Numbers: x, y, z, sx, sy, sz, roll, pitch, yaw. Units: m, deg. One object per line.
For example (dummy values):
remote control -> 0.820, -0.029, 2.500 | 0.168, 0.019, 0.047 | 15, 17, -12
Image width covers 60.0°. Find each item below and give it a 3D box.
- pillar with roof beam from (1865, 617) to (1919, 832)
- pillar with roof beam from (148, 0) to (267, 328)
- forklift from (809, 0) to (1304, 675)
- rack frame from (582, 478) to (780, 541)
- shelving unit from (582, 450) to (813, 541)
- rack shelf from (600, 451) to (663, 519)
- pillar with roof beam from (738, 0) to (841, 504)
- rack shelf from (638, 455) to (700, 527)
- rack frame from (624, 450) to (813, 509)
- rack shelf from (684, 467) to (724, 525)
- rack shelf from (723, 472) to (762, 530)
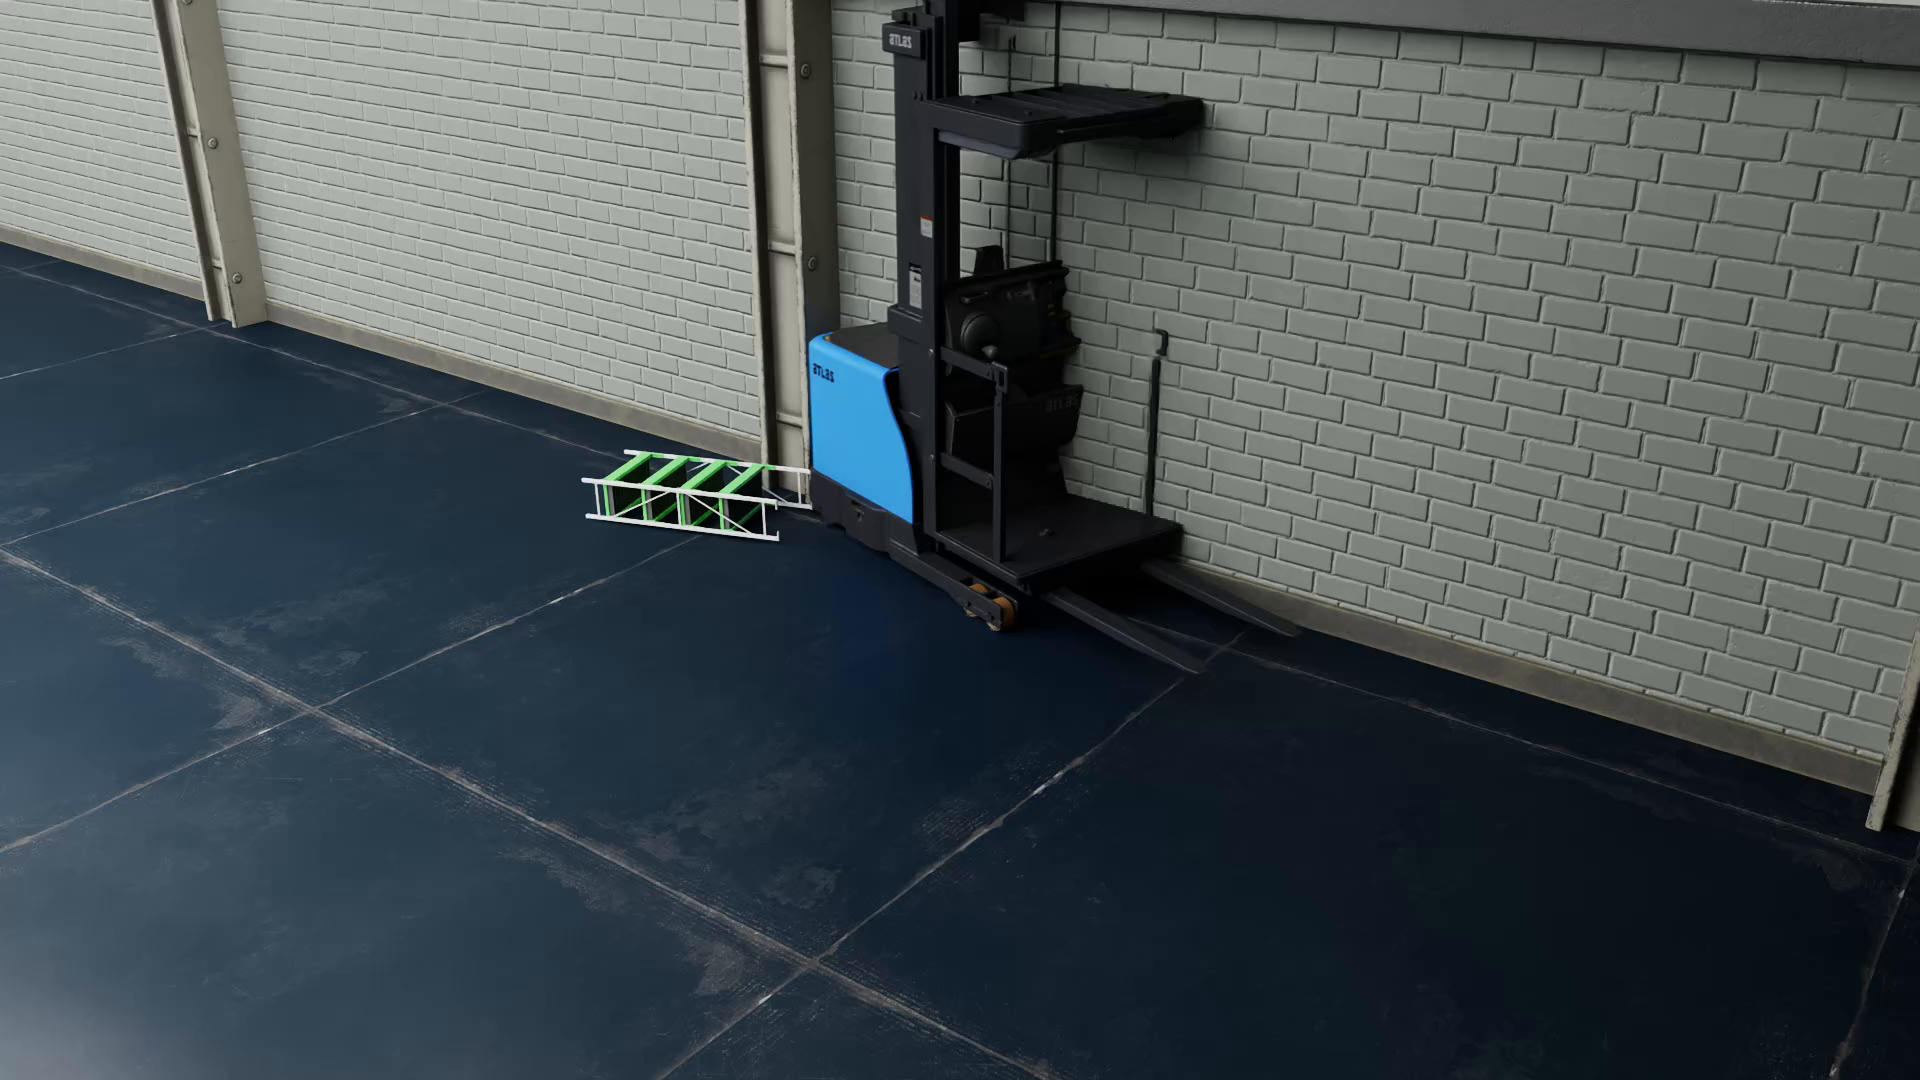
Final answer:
pillar with roof beam -> 1.288, -1.584, 1.684 | 0.400, 9.000, 9.100 | 17, 29, 33
pillar with roof beam -> -8.315, -4.486, 8.270 | 0.400, 9.000, 9.100 | 17, 29, 33
forklift -> 0.431, -1.115, 8.145 | 1.130, 2.935, 3.031 | -17, 29, -33
rack frame -> -1.567, -0.173, 9.290 | 1.200, 0.240, 0.015 | 7, 24, 17
shelving unit -> -1.490, -0.264, 9.503 | 1.200, 0.258, 0.503 | 7, 24, 17
rack shelf -> -1.886, -0.310, 9.625 | 0.148, 0.258, 0.480 | 7, 24, 17
pillar with roof beam -> -3.514, -3.035, 4.977 | 0.400, 9.000, 9.100 | 17, 29, 33
rack shelf -> -1.658, -0.284, 9.554 | 0.148, 0.258, 0.480 | 7, 24, 17
rack frame -> -1.414, -0.356, 9.716 | 1.200, 0.240, 0.015 | 7, 24, 17
rack shelf -> -1.457, -0.260, 9.492 | 0.029, 0.199, 0.442 | 7, 24, 17
rack shelf -> -1.229, -0.234, 9.422 | 0.029, 0.199, 0.442 | 7, 24, 17
